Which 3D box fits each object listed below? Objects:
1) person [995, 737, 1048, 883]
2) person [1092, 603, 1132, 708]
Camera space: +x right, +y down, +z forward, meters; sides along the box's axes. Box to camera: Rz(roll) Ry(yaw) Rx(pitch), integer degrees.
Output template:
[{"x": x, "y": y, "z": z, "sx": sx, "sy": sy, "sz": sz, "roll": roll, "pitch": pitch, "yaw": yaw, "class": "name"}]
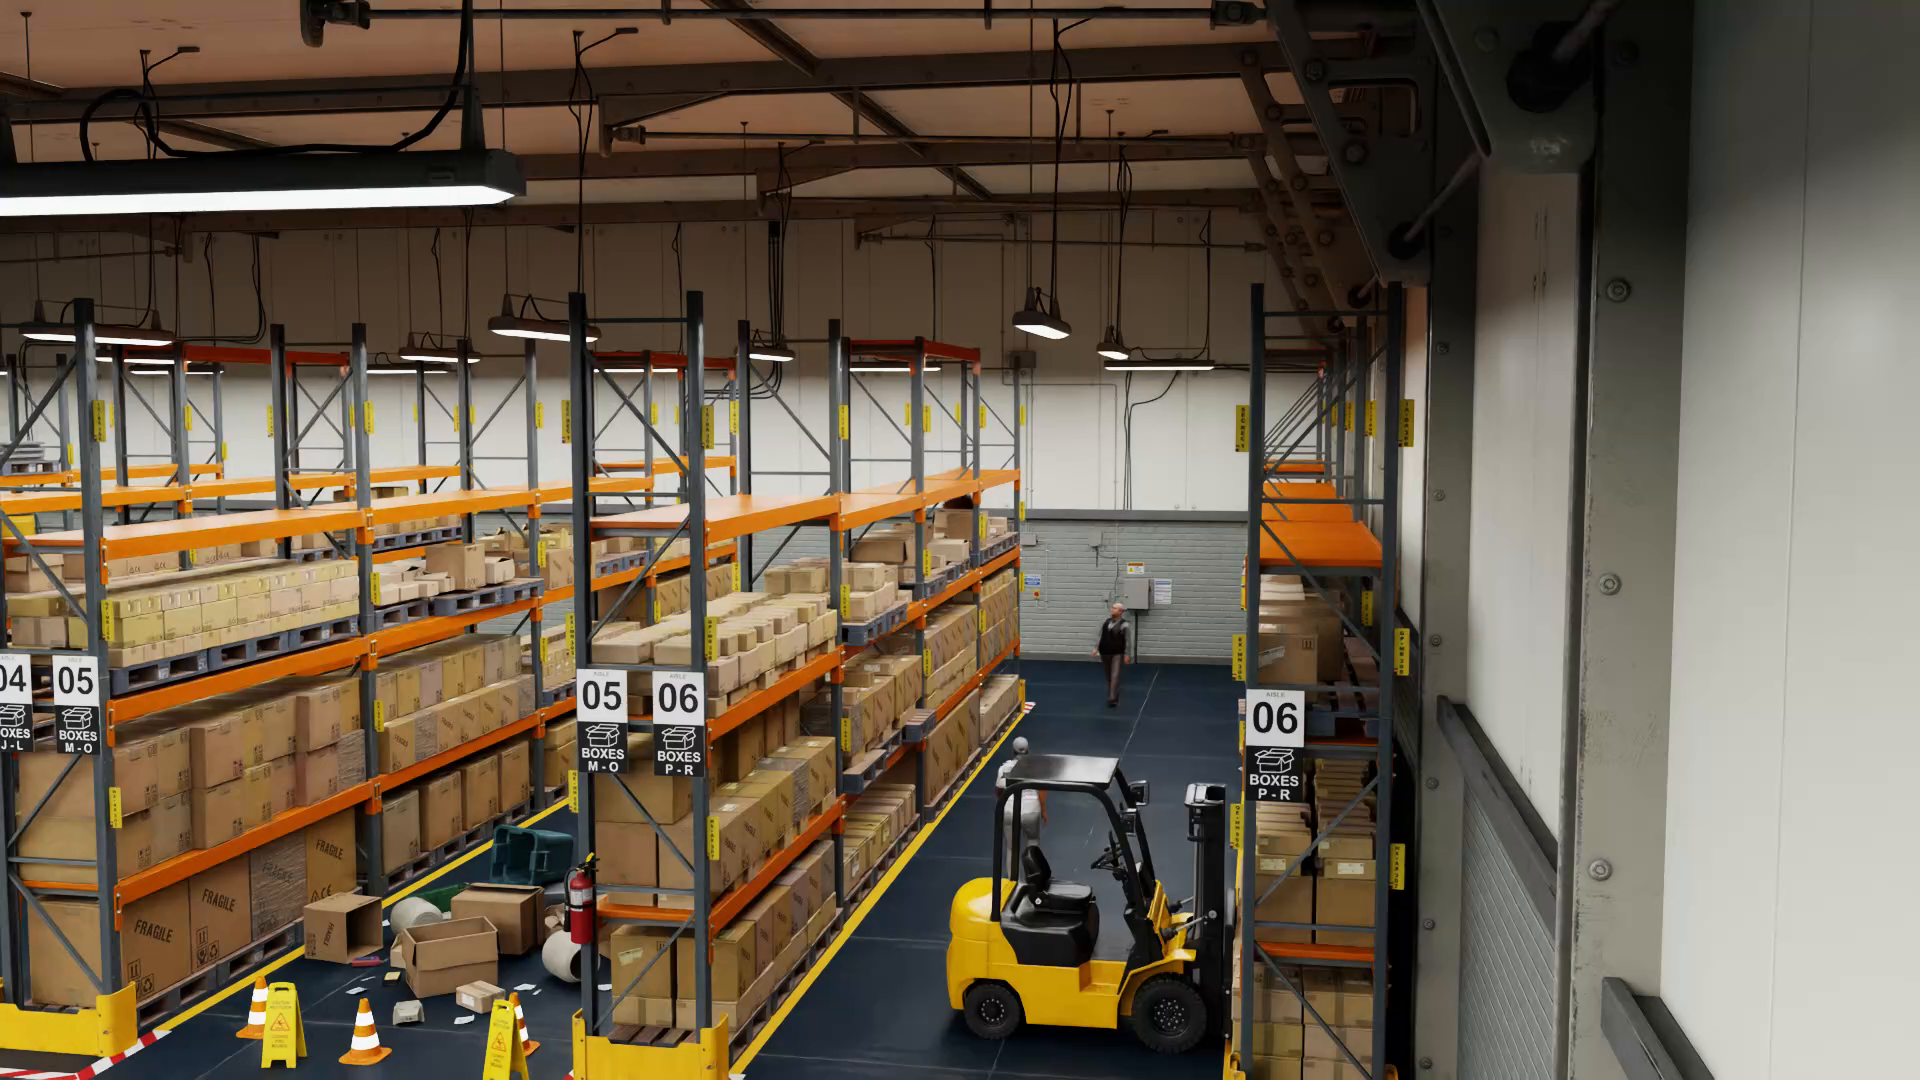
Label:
[{"x": 0.658, "y": 2.956, "z": 17.784, "sx": 0.581, "sy": 1.686, "sz": 0.799, "roll": 1, "pitch": 5, "yaw": 9, "class": "person"}, {"x": 2.467, "y": 1.867, "z": 27.051, "sx": 0.599, "sy": 1.662, "sz": 0.998, "roll": 2, "pitch": 5, "yaw": 25, "class": "person"}]
